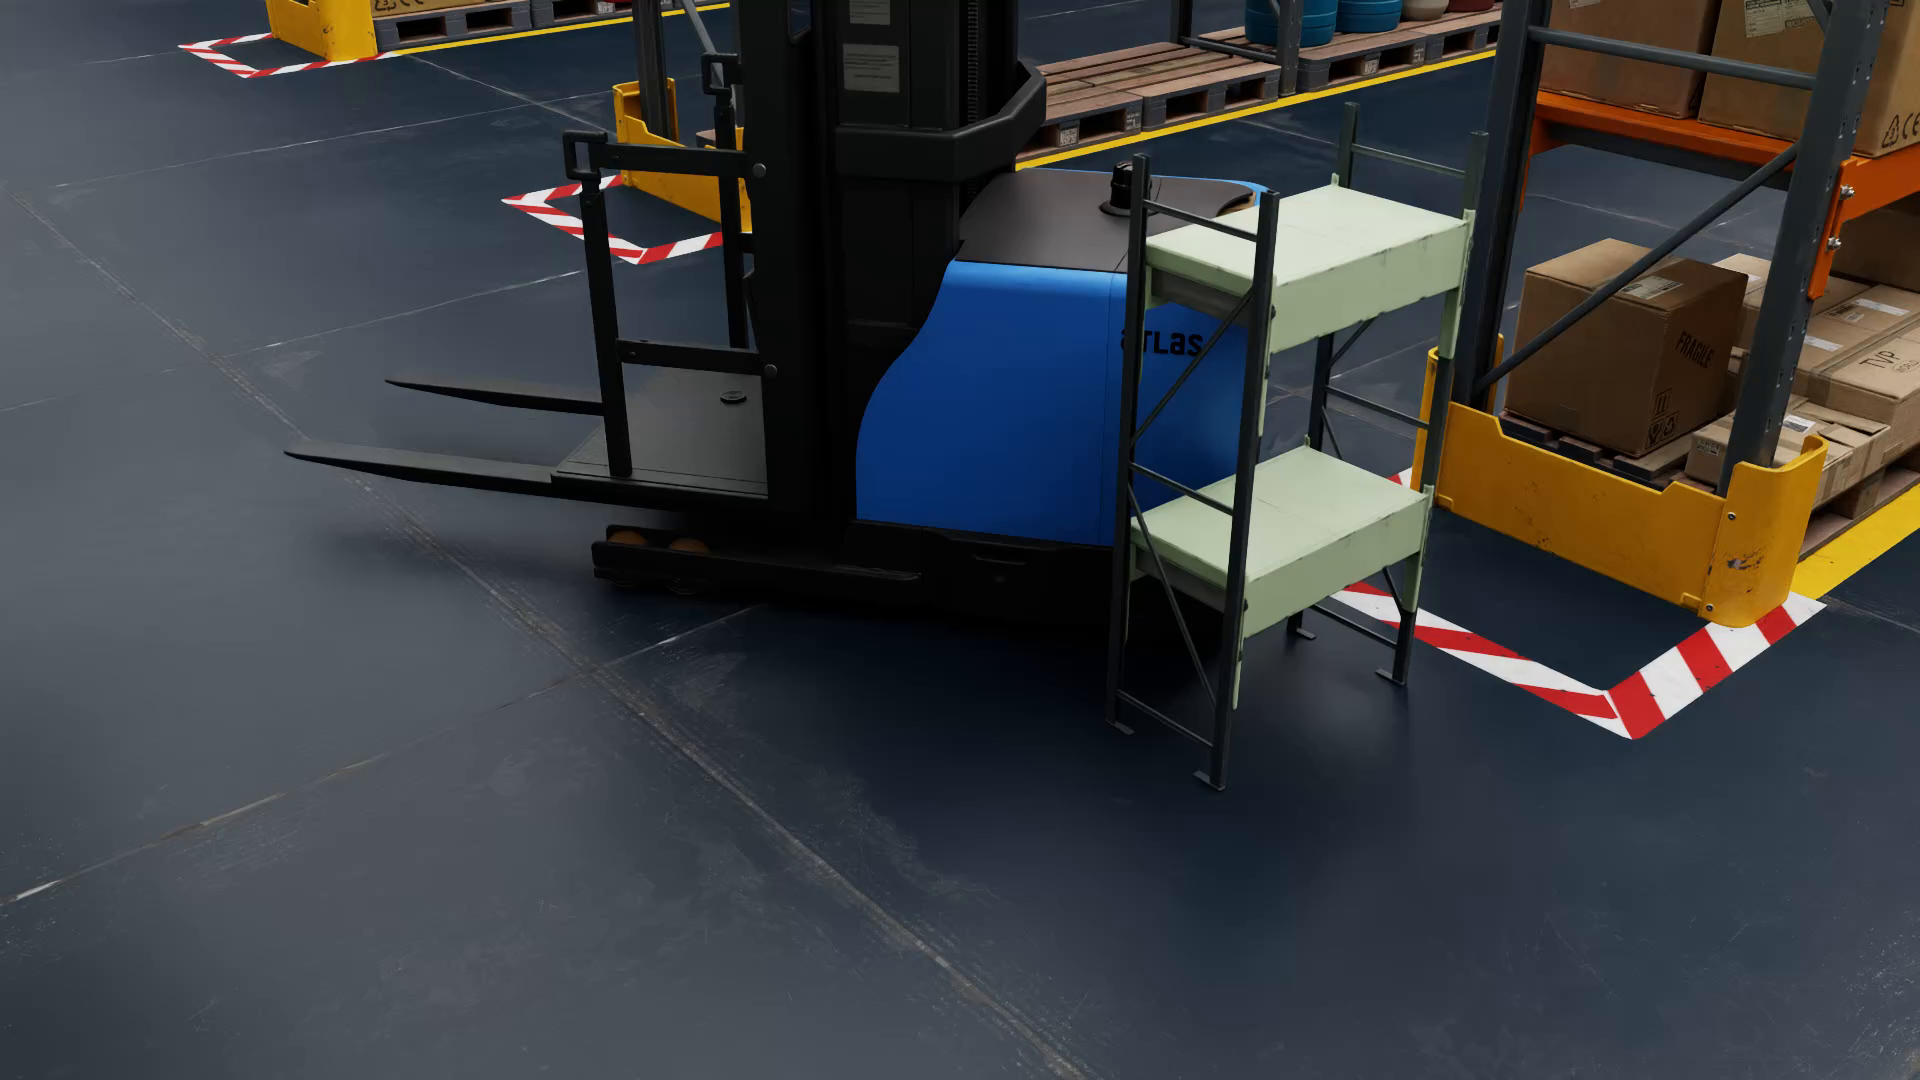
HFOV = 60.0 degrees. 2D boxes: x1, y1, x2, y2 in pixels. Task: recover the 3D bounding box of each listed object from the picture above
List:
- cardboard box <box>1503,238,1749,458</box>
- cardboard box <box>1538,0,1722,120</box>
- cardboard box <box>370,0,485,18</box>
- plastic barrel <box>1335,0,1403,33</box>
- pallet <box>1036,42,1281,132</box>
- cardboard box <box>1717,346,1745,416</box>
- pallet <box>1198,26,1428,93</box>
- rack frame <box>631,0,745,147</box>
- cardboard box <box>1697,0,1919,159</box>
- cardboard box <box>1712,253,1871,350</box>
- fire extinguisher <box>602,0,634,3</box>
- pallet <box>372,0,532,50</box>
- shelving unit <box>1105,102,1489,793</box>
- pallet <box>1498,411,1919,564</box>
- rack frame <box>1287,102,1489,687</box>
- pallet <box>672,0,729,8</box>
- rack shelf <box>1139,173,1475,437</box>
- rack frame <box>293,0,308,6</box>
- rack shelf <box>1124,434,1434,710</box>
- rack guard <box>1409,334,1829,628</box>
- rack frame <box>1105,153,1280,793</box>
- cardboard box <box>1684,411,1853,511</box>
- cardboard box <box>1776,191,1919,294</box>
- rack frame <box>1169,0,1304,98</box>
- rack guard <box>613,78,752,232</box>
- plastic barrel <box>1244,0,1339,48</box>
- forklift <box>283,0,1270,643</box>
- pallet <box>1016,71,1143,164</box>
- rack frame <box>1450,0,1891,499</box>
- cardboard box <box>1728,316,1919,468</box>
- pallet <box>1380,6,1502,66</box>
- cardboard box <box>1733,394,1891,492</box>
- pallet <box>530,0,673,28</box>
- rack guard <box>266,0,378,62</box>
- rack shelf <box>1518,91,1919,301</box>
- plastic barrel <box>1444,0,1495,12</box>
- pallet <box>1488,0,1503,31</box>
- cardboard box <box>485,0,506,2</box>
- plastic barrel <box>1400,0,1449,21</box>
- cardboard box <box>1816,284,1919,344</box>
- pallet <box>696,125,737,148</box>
[{"bbox_3d":[2.173,-0.642,5.454,0.500,0.500,0.500,-22,35,-35],"label":"cardboard box"},{"bbox_3d":[2.084,-1.574,4.908,0.500,0.500,0.500,-21,34,-33],"label":"cardboard box"},{"bbox_3d":[-4.072,-4.322,11.963,0.875,0.875,0.875,-22,35,-35],"label":"cardboard box"},{"bbox_3d":[2.714,-3.933,11.208,0.708,0.901,0.600,-22,35,-35],"label":"plastic barrel"},{"bbox_3d":[1.216,-2.828,10.318,1.213,0.211,1.003,-22,35,-35],"label":"pallet"},{"bbox_3d":[2.540,-0.586,5.704,0.250,0.166,0.380,-22,35,-35],"label":"cardboard box"},{"bbox_3d":[2.365,-3.288,11.178,1.213,0.211,1.003,-22,35,-35],"label":"pallet"},{"bbox_3d":[-1.293,-3.073,7.818,0.127,3.000,1.000,-22,35,-35],"label":"rack frame"},{"bbox_3d":[2.428,-1.381,4.546,0.500,0.500,0.500,-21,35,-34],"label":"cardboard box"},{"bbox_3d":[2.916,-0.812,6.037,0.500,0.250,0.500,-22,35,-35],"label":"cardboard box"},{"bbox_3d":[-1.702,-2.991,8.142,0.183,0.674,0.296,-22,35,-35],"label":"fire extinguisher"},{"bbox_3d":[-3.950,-3.892,12.308,1.213,0.211,1.003,-22,35,-35],"label":"pallet"},{"bbox_3d":[0.796,-0.227,4.083,0.755,1.500,0.431,-22,35,-35],"label":"shelving unit"},{"bbox_3d":[2.583,-0.333,5.650,1.213,0.211,1.003,-22,35,-35],"label":"pallet"},{"bbox_3d":[1.076,-0.338,4.292,0.023,1.500,0.400,-22,35,-35],"label":"rack frame"},{"bbox_3d":[-2.093,-4.638,13.705,1.213,0.211,1.003,-22,35,-35],"label":"pallet"},{"bbox_3d":[0.796,-0.571,3.899,0.720,0.370,0.431,-22,35,-35],"label":"rack shelf"},{"bbox_3d":[-4.507,-4.849,11.141,0.127,3.000,1.000,-22,35,-35],"label":"rack frame"},{"bbox_3d":[0.796,0.061,4.237,0.720,0.370,0.431,-22,35,-35],"label":"rack shelf"},{"bbox_3d":[1.977,-0.217,5.125,0.348,0.500,1.175,-22,35,-35],"label":"rack guard"},{"bbox_3d":[0.517,-0.115,3.875,0.023,1.500,0.400,-22,35,-35],"label":"rack frame"},{"bbox_3d":[2.461,-0.237,5.070,0.250,0.149,0.380,-22,35,-35],"label":"cardboard box"},{"bbox_3d":[3.537,-1.036,6.188,0.637,0.503,0.797,-22,35,-35],"label":"cardboard box"},{"bbox_3d":[1.750,-4.297,10.107,0.127,3.000,1.000,-22,35,-35],"label":"rack frame"},{"bbox_3d":[-1.302,-1.959,8.384,0.348,0.500,1.175,-22,35,-35],"label":"rack guard"},{"bbox_3d":[2.175,-3.717,10.803,0.708,0.901,0.600,-22,35,-35],"label":"plastic barrel"},{"bbox_3d":[-0.612,-1.363,4.690,3.031,2.935,1.130,7,29,12],"label":"forklift"},{"bbox_3d":[0.288,-2.453,9.616,1.213,0.211,1.003,-22,35,-35],"label":"pallet"},{"bbox_3d":[1.920,-1.296,4.492,0.127,3.000,1.000,-22,35,-35],"label":"rack frame"},{"bbox_3d":[2.898,-0.495,5.444,0.500,0.250,0.500,-22,35,-35],"label":"cardboard box"},{"bbox_3d":[3.293,-3.663,11.881,1.213,0.211,1.003,-22,35,-35],"label":"pallet"},{"bbox_3d":[2.651,-0.322,5.208,0.250,0.166,0.380,-22,35,-35],"label":"cardboard box"},{"bbox_3d":[-3.022,-4.263,13.003,1.213,0.211,1.003,-22,35,-35],"label":"pallet"},{"bbox_3d":[-4.525,-3.739,11.716,0.348,0.500,1.175,-22,35,-35],"label":"rack guard"},{"bbox_3d":[3.441,-1.590,5.807,4.000,0.370,1.077,-22,35,-35],"label":"rack shelf"},{"bbox_3d":[3.573,-4.141,11.929,0.708,0.588,0.600,-22,35,-35],"label":"plastic barrel"},{"bbox_3d":[4.221,-4.034,12.575,1.213,0.211,1.003,-22,35,-35],"label":"pallet"},{"bbox_3d":[-3.380,-4.600,12.484,0.875,0.875,0.875,-22,35,-35],"label":"cardboard box"},{"bbox_3d":[3.202,-3.902,11.563,0.421,0.512,0.421,0,28,0],"label":"plastic barrel"},{"bbox_3d":[3.278,-0.648,5.730,0.500,0.250,0.500,-22,35,-35],"label":"cardboard box"},{"bbox_3d":[-0.640,-2.082,8.921,1.213,0.211,1.003,-22,35,-35],"label":"pallet"}]
